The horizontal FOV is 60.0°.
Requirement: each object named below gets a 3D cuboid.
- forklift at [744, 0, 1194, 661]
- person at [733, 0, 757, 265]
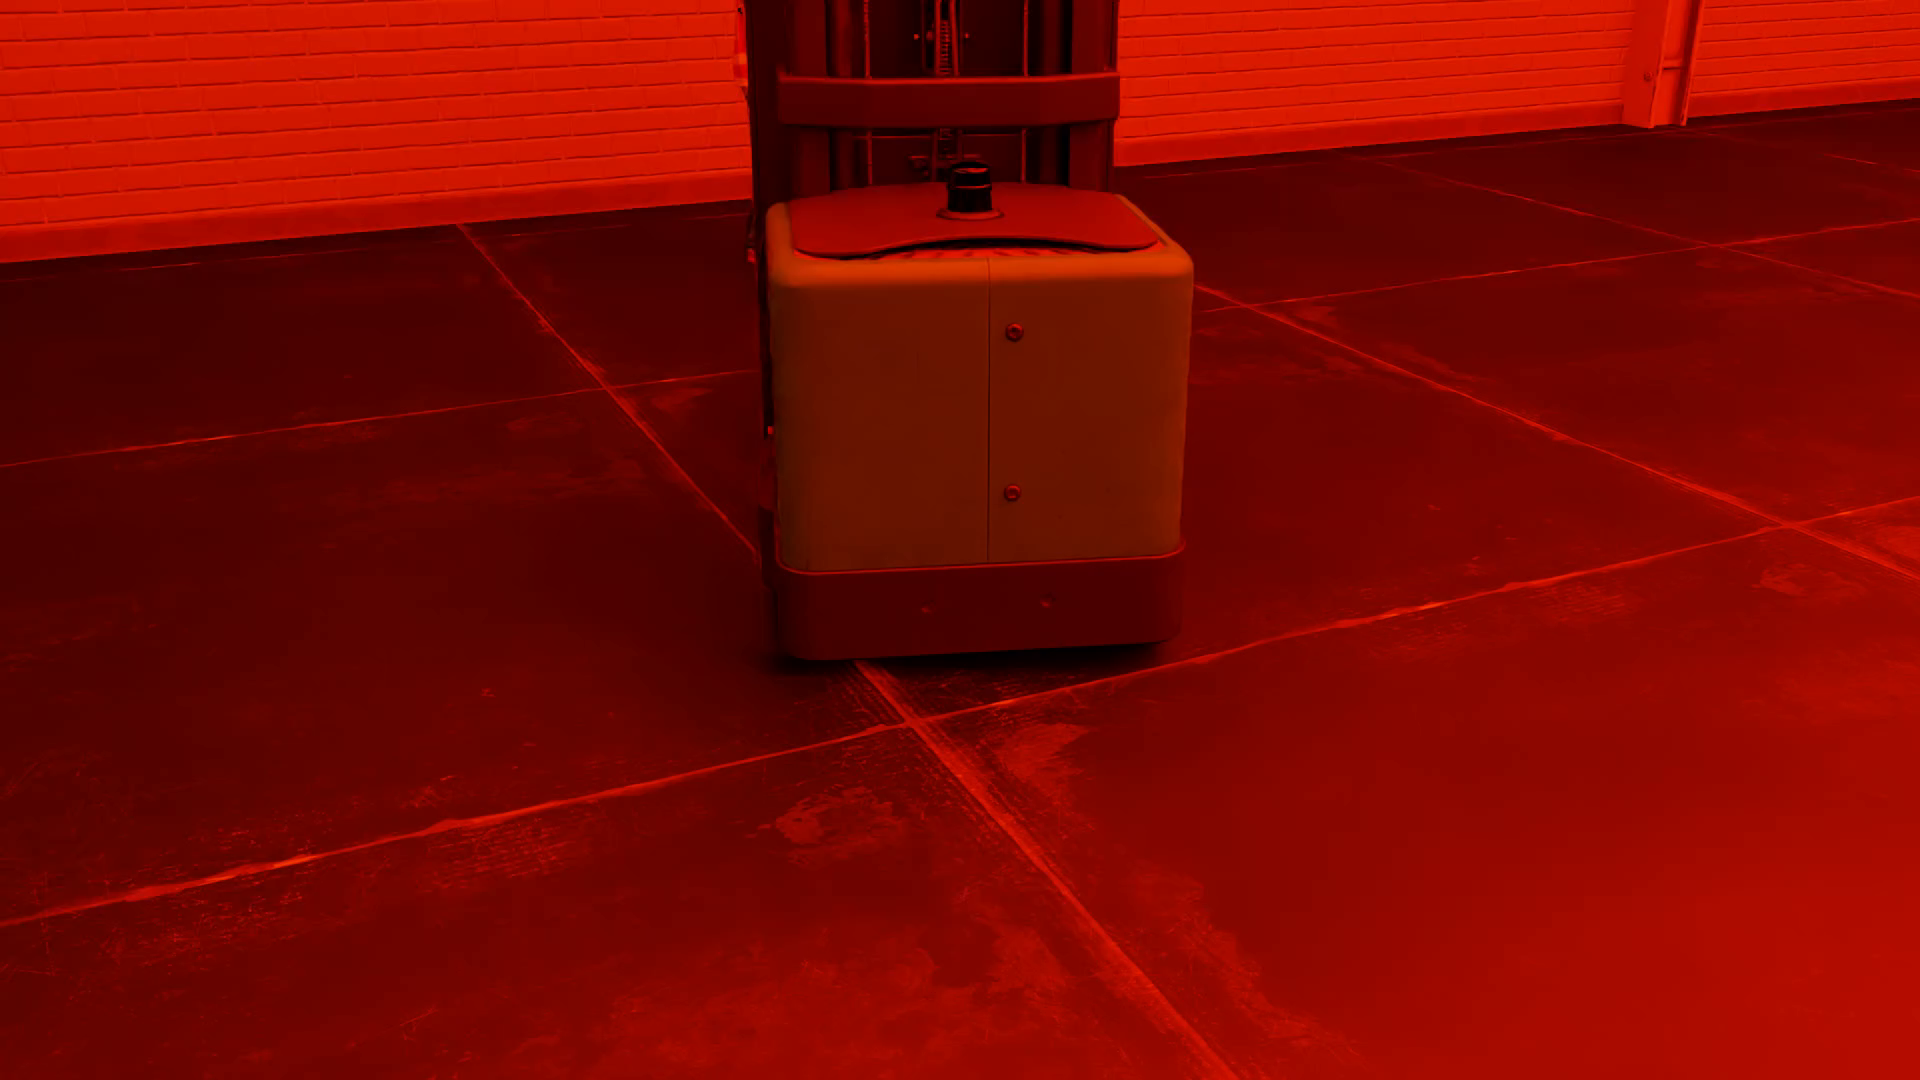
[{"bbox_3d":[-0.112,-1.579,5.086,1.130,2.935,3.031,-3,23,-6],"label":"forklift"},{"bbox_3d":[-0.860,-2.247,8.218,0.503,1.765,0.763,-6,23,-14],"label":"person"}]
